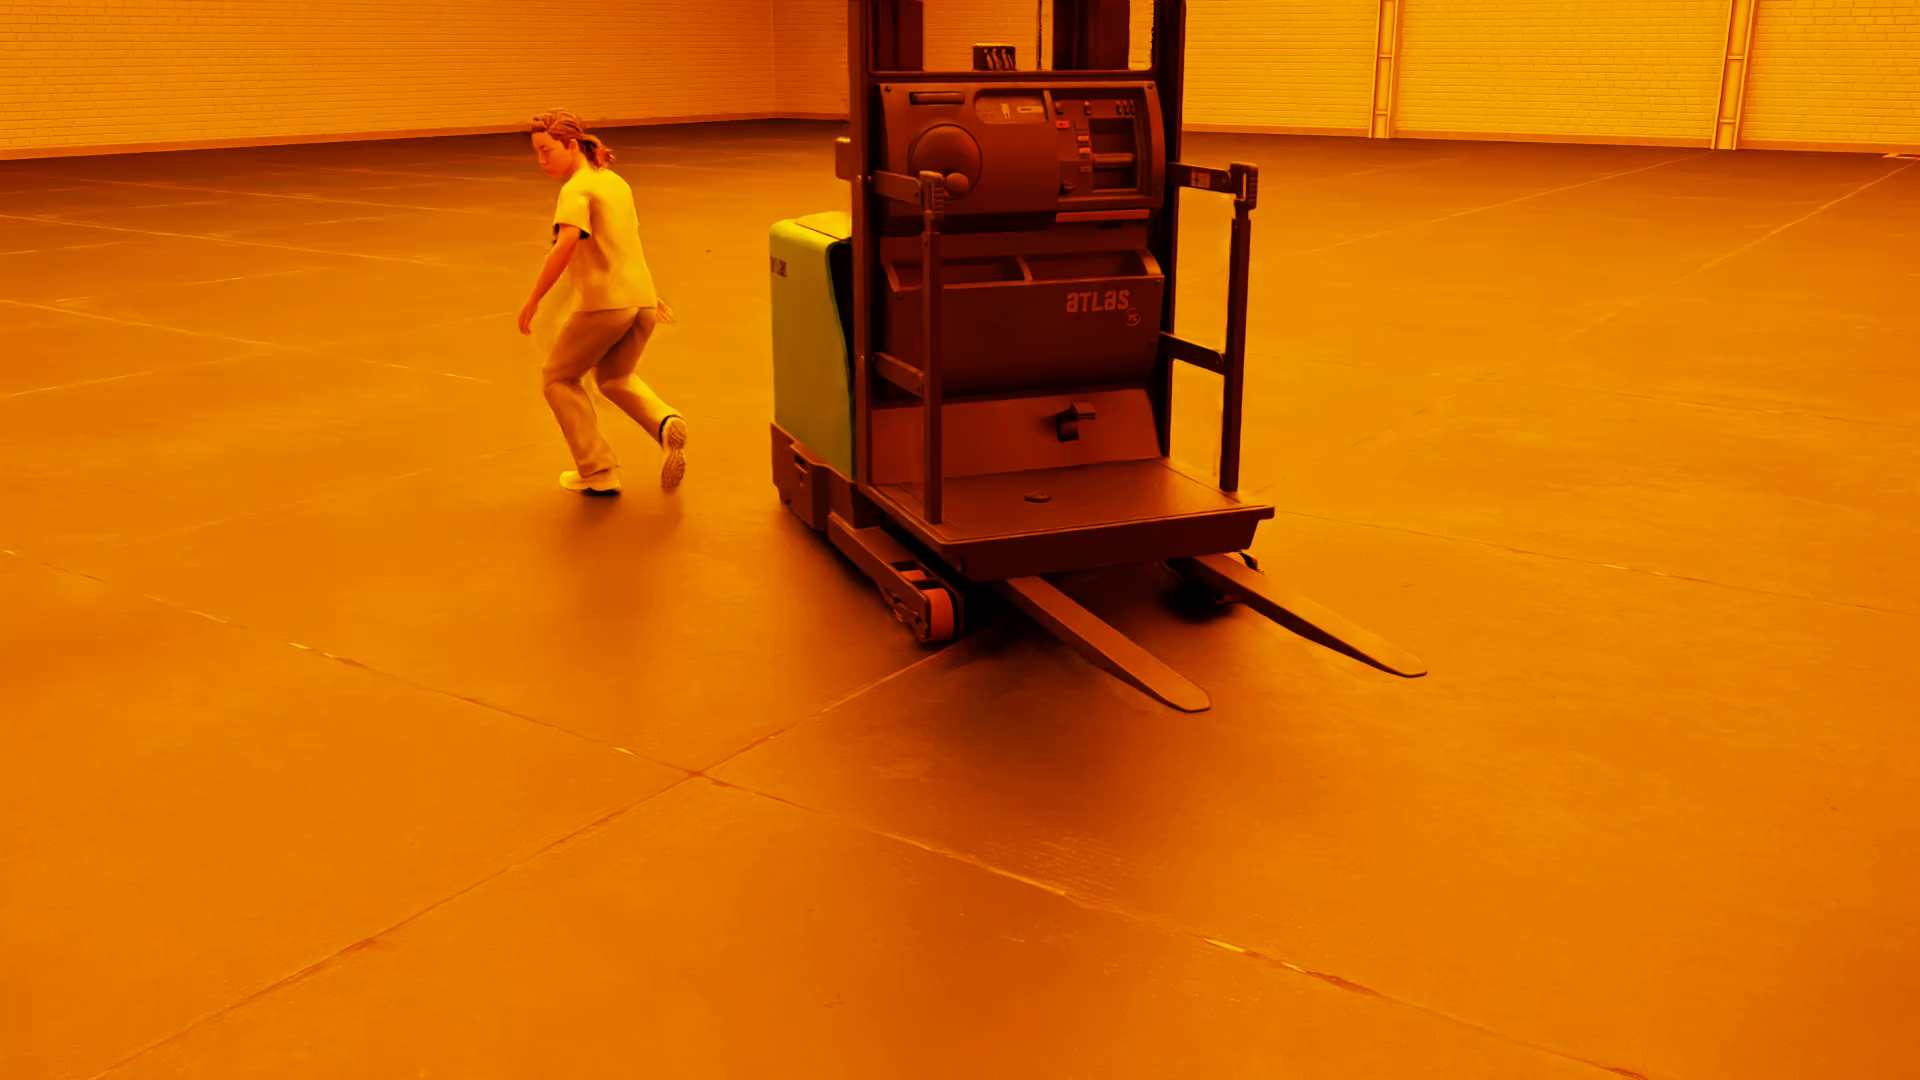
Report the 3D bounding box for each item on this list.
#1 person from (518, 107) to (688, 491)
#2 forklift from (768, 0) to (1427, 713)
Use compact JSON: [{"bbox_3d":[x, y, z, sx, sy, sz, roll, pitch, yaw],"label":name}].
[{"bbox_3d":[-1.363,-0.937,6.536,0.584,1.481,0.799,10,19,29],"label":"person"},{"bbox_3d":[0.283,-1.233,4.956,1.130,2.935,3.031,-6,18,-21],"label":"forklift"}]
